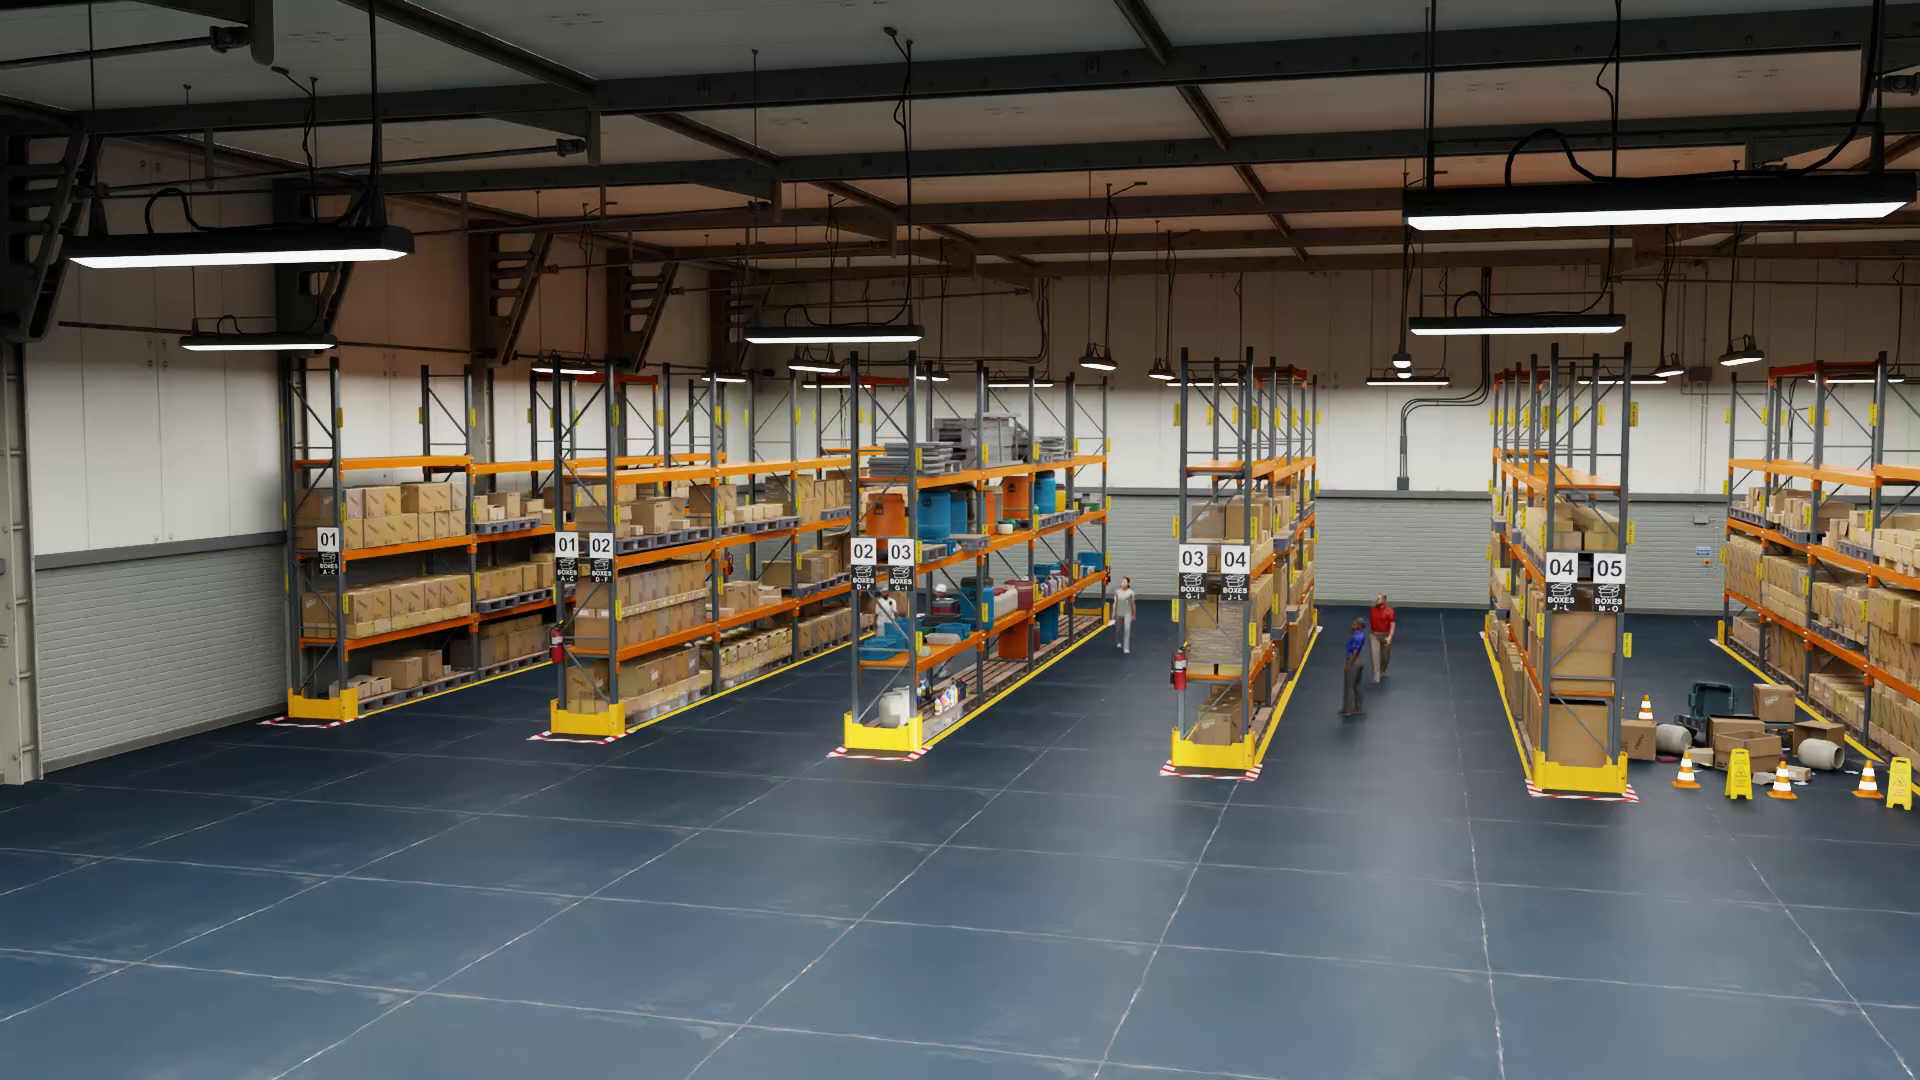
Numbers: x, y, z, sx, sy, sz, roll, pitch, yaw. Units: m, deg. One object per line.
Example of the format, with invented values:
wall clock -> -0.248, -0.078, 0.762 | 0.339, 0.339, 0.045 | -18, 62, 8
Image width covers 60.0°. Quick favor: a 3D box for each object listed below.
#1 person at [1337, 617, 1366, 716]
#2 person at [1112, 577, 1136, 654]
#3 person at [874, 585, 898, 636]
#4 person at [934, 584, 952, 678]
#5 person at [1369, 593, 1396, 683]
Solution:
person -> 6.590, 2.133, 27.991 | 0.423, 1.643, 0.531 | 2, 5, 30
person -> 3.493, 1.589, 35.445 | 0.503, 1.626, 0.975 | 0, 4, 6
person -> -1.479, 1.720, 33.466 | 0.511, 1.637, 0.931 | 1, 4, 10
person -> -0.348, 1.742, 32.081 | 0.394, 1.786, 0.643 | -2, 5, -29
person -> 8.010, 1.850, 31.557 | 0.475, 1.676, 1.086 | 1, 4, 11
